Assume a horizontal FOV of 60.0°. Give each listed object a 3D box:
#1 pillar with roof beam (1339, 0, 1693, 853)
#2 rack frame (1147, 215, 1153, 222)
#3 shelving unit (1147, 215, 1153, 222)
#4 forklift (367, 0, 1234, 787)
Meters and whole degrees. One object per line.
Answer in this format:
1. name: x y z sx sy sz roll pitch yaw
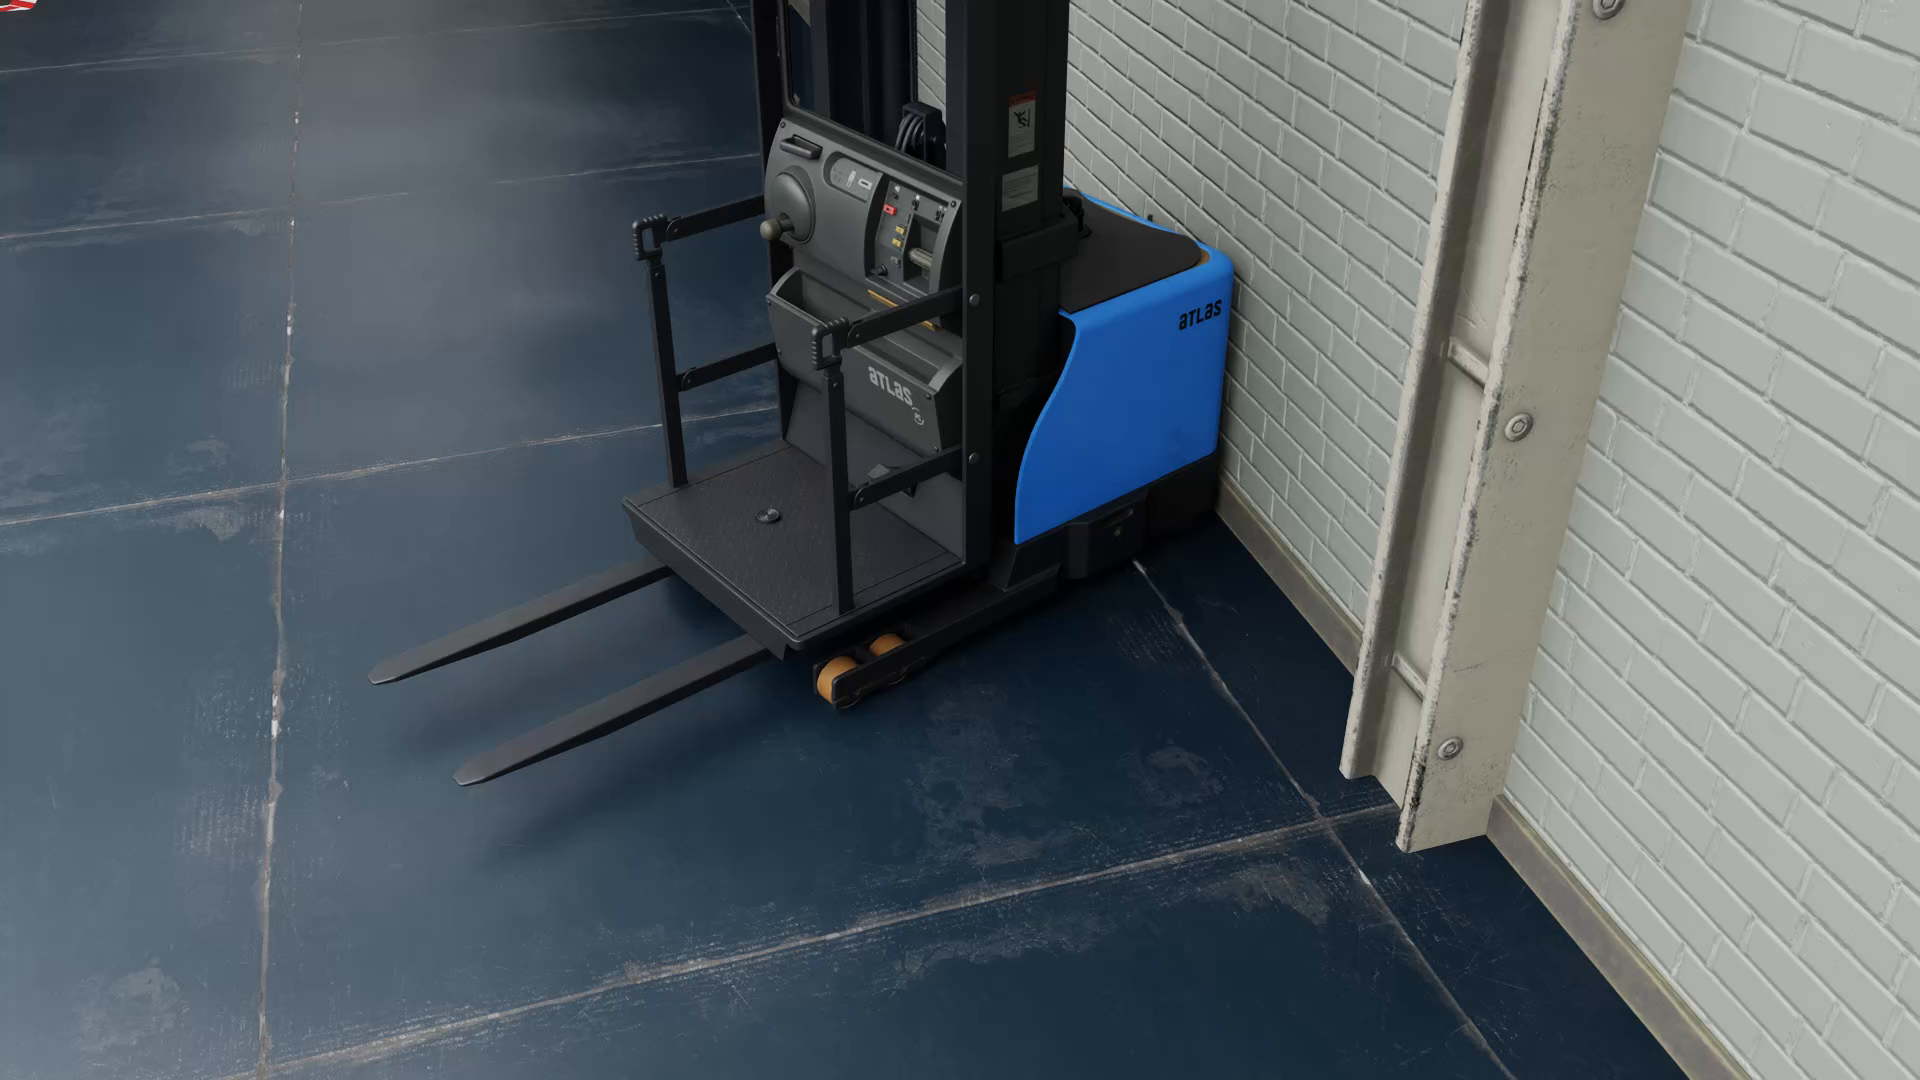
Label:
1. pillar with roof beam: -2.715 -2.243 1.482 9.100 9.000 0.400 -10 35 -15
2. rack frame: 0.618 -0.894 6.765 0.240 0.900 0.006 -9 37 -18
3. shelving unit: 0.652 -0.837 6.687 0.258 0.900 0.210 -9 37 -18
4. forklift: -0.481 -1.004 5.111 3.031 2.935 1.130 -25 41 -32
